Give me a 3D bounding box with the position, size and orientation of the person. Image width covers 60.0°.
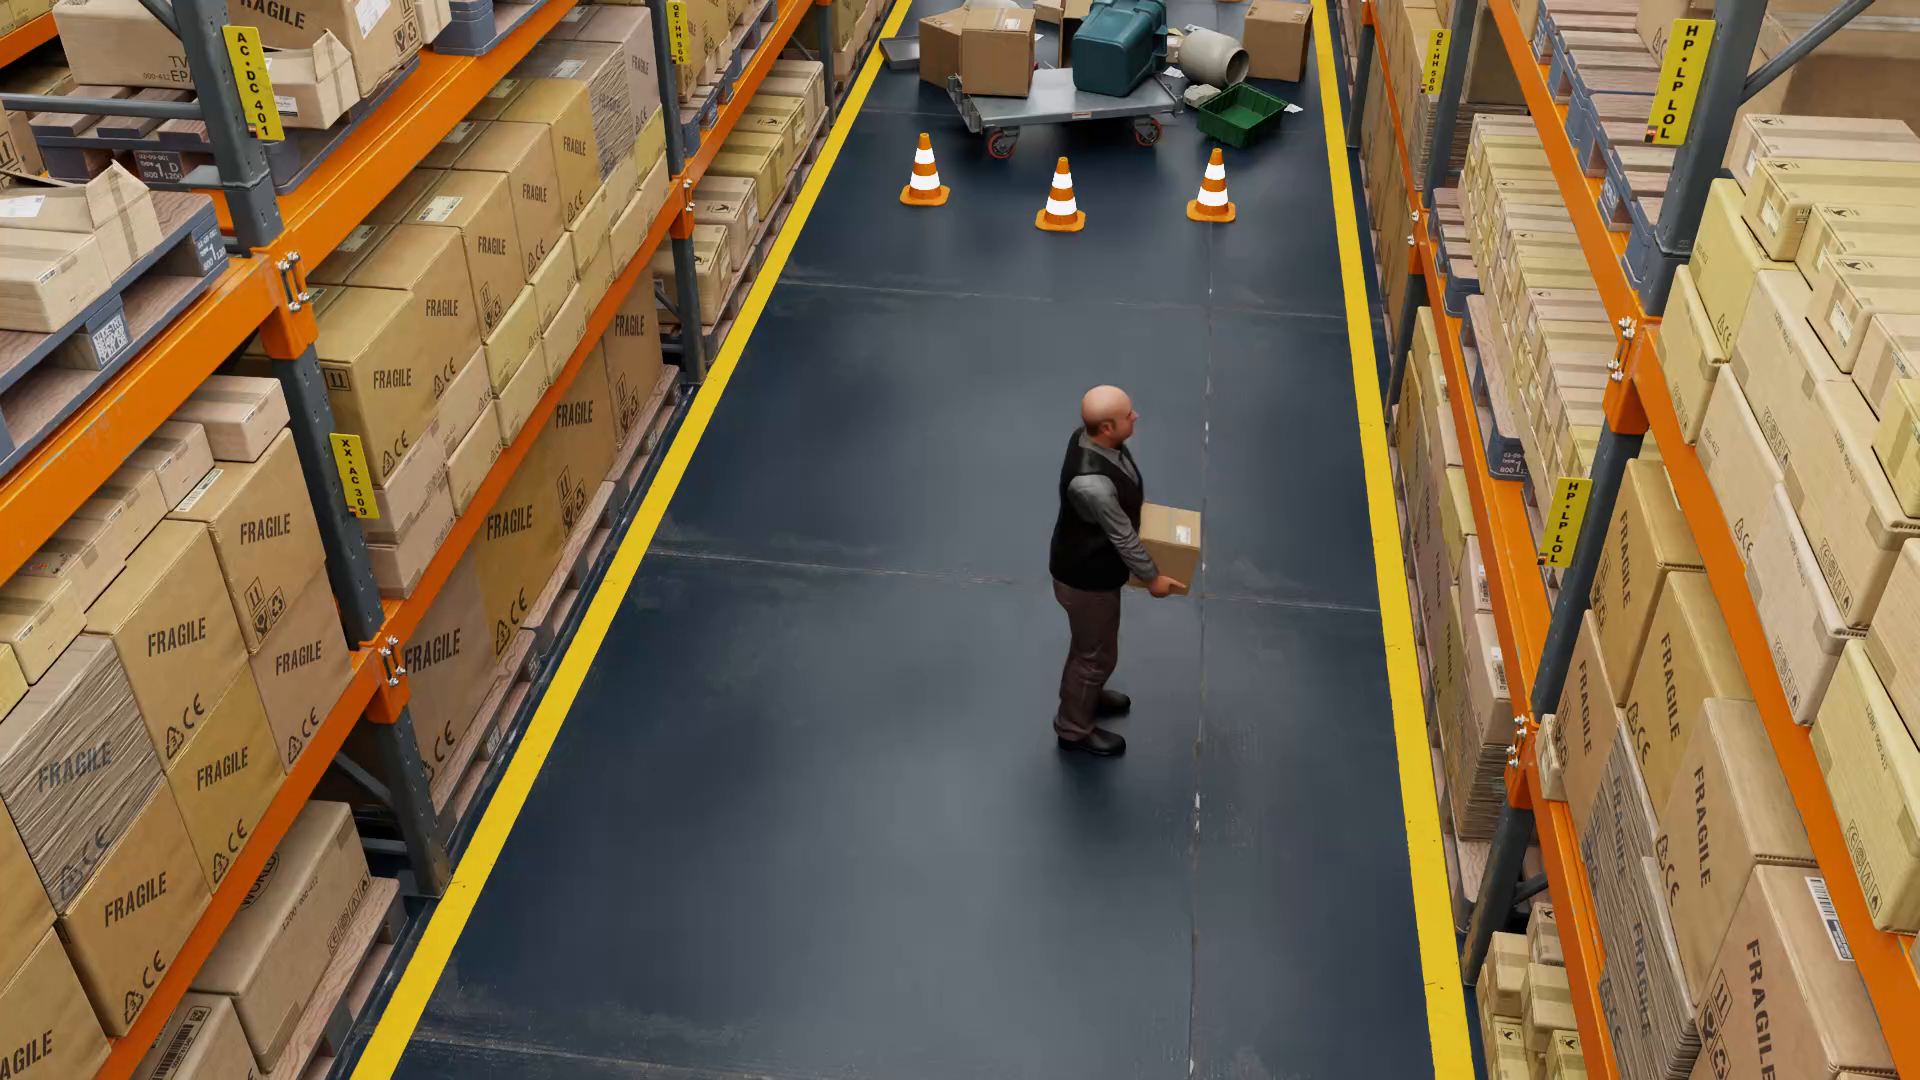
[{"bbox_3d":[0.651,0.120,6.900,0.560,1.721,0.495,4,36,5],"label":"person"}]
